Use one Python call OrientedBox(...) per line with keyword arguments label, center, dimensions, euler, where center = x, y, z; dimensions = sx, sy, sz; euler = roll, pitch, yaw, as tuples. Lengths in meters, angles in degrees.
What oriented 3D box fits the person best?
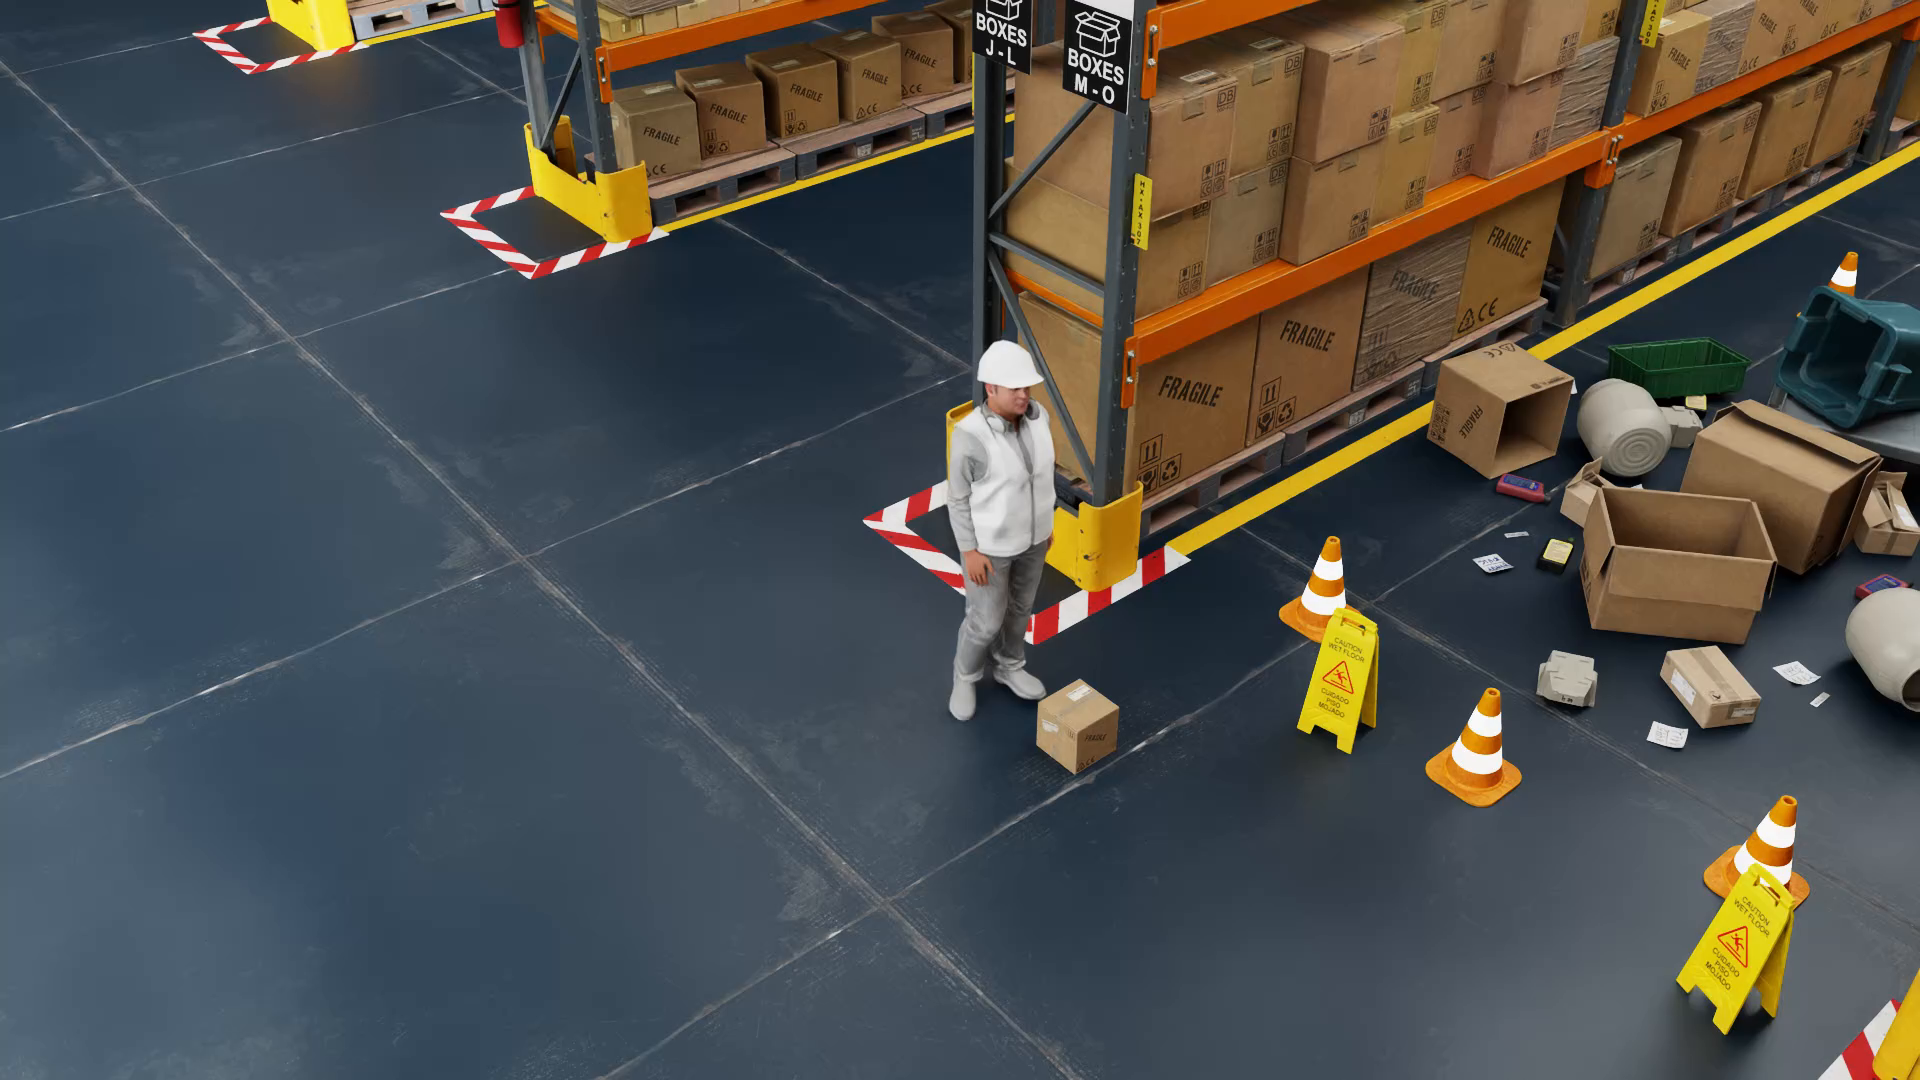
OrientedBox(label="person", center=(0.185, -0.027, 7.091), dimensions=(0.546, 1.793, 0.379), euler=(-26, 43, -32))
